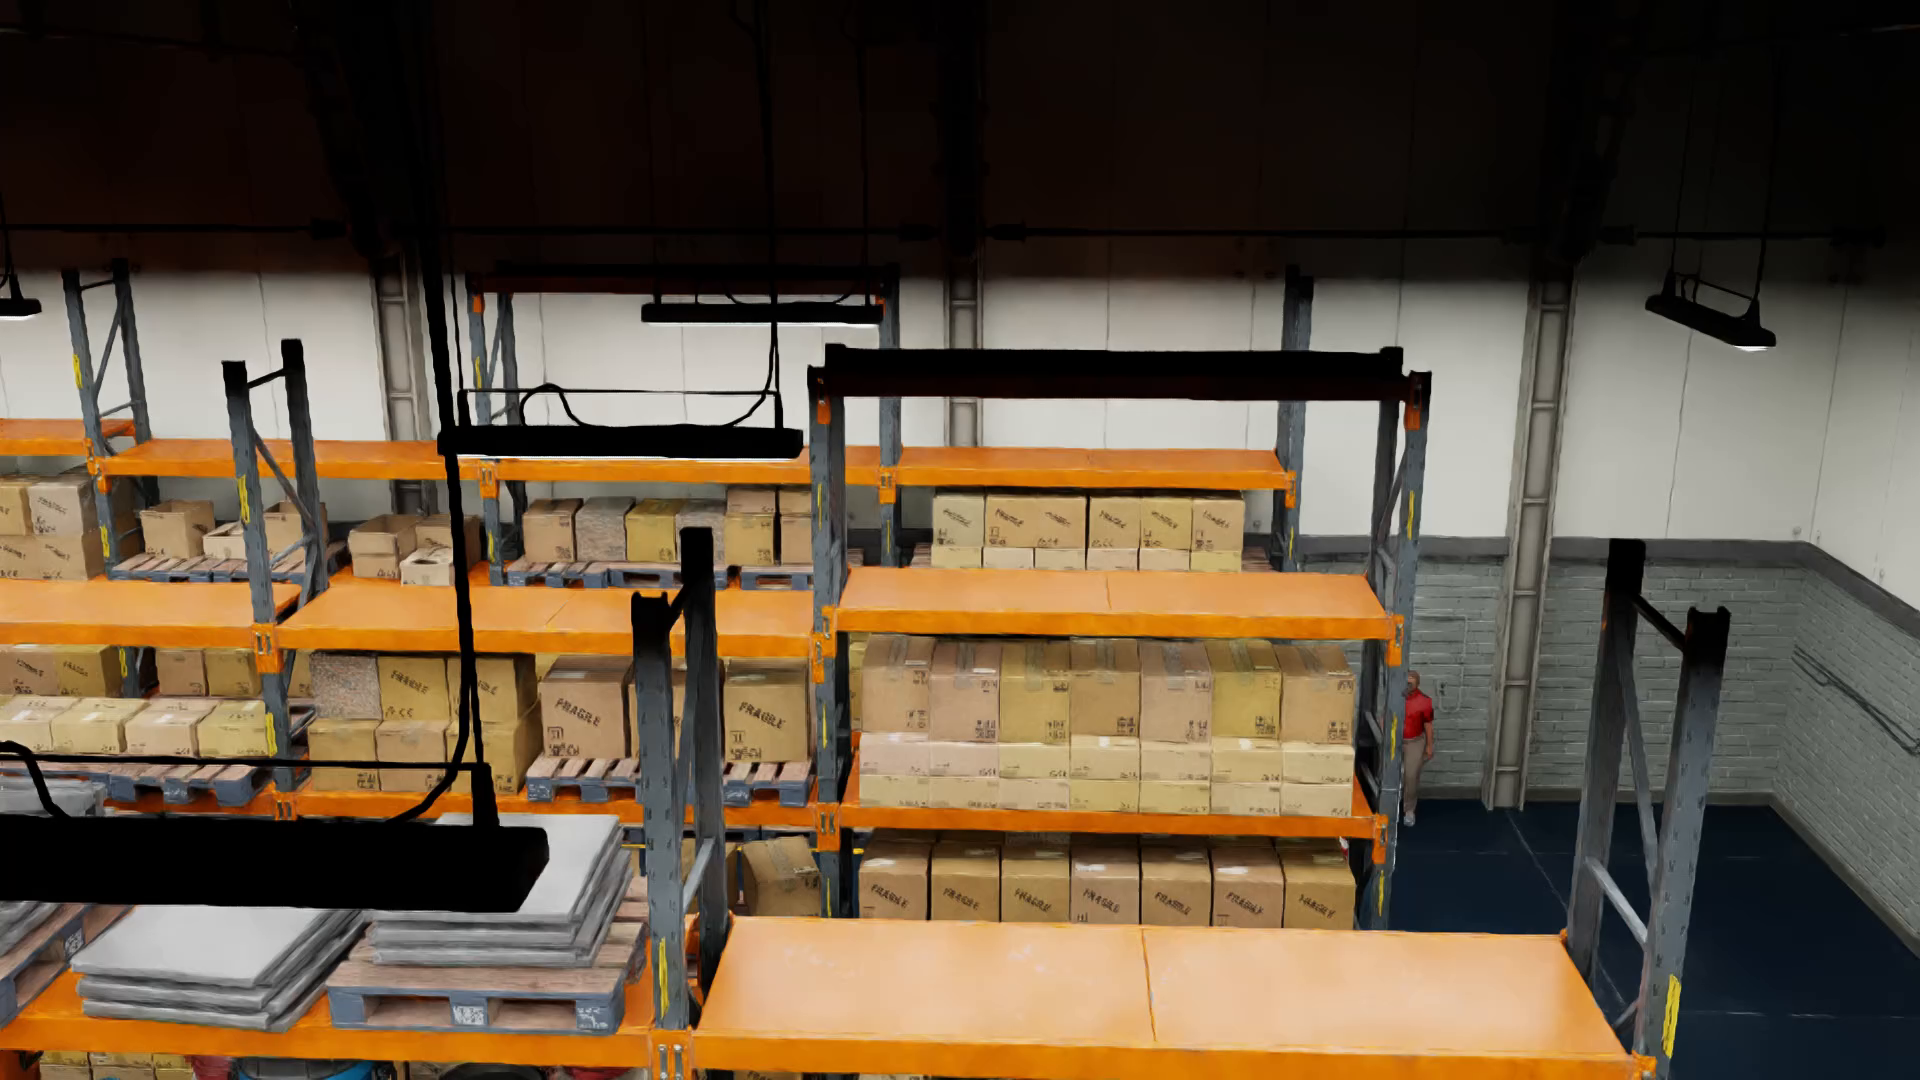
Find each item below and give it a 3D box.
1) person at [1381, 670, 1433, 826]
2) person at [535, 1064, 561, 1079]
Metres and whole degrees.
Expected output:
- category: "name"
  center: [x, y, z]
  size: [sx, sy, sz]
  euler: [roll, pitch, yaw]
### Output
- category: "person"
  center: [4.772, 2.172, 18.074]
  size: [0.516, 1.722, 0.730]
  euler: [-14, 21, -40]
- category: "person"
  center: [-2.726, 4.171, 11.316]
  size: [0.502, 1.603, 0.419]
  euler: [-5, 17, -18]
